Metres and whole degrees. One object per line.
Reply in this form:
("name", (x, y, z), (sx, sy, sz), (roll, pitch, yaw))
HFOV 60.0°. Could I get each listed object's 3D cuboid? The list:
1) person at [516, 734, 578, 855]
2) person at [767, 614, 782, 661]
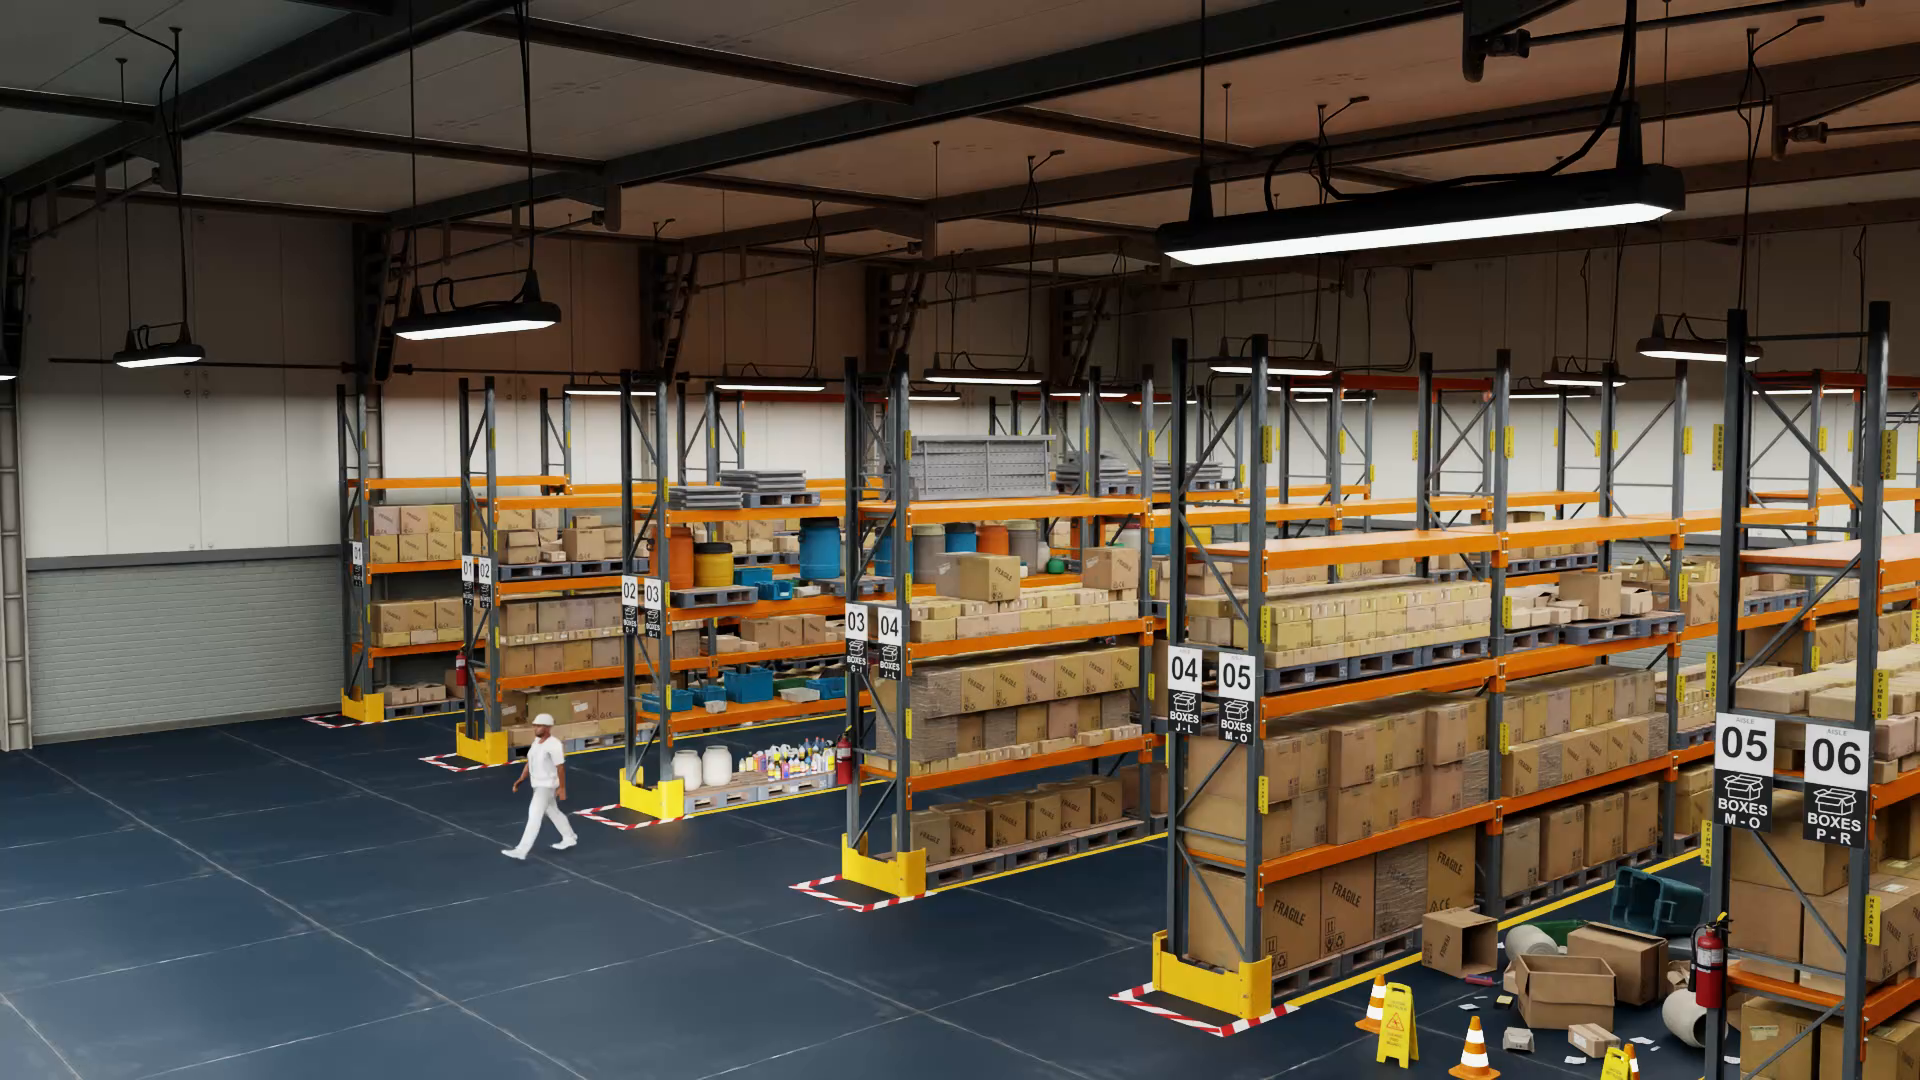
("person", (-5.039, 3.062, 20.214), (0.864, 1.402, 0.493), (-2, 4, -33))
("person", (-3.678, 2.281, 32.792), (0.454, 1.445, 0.840), (2, 4, 31))
